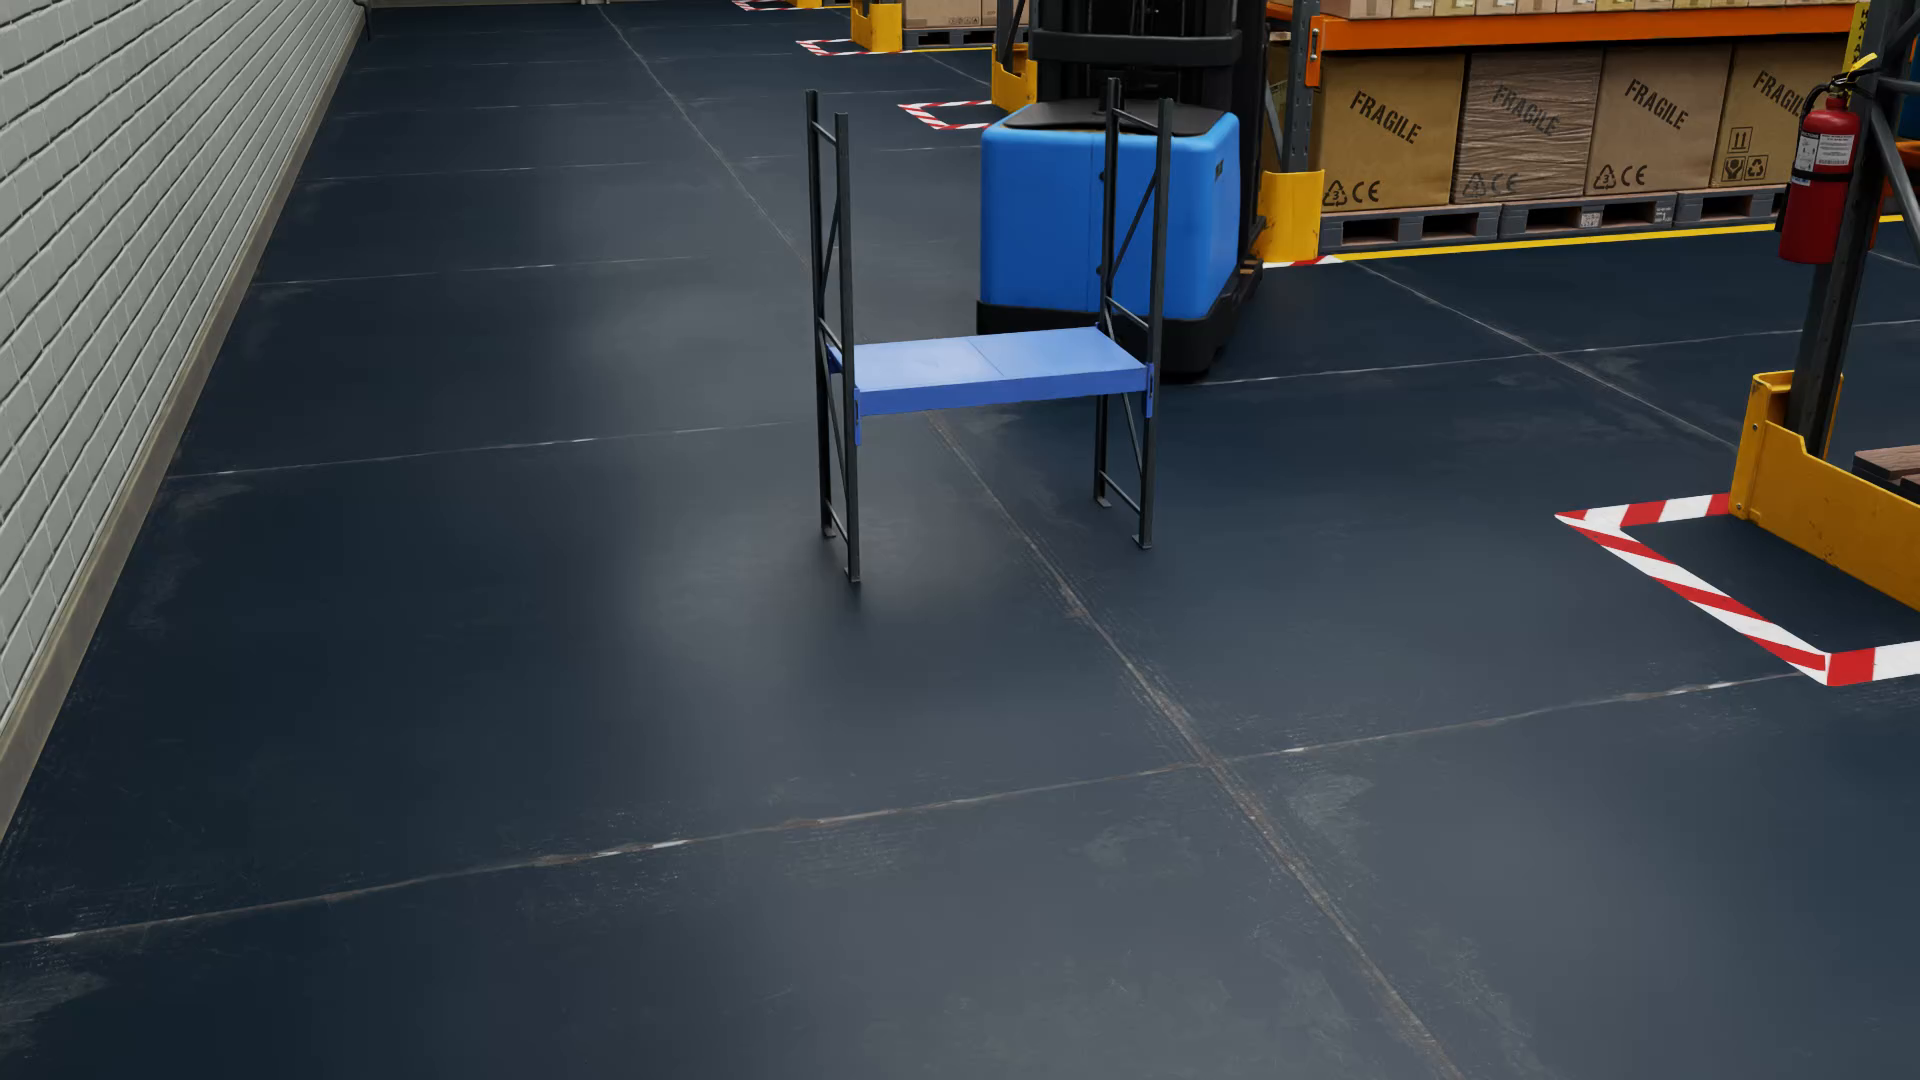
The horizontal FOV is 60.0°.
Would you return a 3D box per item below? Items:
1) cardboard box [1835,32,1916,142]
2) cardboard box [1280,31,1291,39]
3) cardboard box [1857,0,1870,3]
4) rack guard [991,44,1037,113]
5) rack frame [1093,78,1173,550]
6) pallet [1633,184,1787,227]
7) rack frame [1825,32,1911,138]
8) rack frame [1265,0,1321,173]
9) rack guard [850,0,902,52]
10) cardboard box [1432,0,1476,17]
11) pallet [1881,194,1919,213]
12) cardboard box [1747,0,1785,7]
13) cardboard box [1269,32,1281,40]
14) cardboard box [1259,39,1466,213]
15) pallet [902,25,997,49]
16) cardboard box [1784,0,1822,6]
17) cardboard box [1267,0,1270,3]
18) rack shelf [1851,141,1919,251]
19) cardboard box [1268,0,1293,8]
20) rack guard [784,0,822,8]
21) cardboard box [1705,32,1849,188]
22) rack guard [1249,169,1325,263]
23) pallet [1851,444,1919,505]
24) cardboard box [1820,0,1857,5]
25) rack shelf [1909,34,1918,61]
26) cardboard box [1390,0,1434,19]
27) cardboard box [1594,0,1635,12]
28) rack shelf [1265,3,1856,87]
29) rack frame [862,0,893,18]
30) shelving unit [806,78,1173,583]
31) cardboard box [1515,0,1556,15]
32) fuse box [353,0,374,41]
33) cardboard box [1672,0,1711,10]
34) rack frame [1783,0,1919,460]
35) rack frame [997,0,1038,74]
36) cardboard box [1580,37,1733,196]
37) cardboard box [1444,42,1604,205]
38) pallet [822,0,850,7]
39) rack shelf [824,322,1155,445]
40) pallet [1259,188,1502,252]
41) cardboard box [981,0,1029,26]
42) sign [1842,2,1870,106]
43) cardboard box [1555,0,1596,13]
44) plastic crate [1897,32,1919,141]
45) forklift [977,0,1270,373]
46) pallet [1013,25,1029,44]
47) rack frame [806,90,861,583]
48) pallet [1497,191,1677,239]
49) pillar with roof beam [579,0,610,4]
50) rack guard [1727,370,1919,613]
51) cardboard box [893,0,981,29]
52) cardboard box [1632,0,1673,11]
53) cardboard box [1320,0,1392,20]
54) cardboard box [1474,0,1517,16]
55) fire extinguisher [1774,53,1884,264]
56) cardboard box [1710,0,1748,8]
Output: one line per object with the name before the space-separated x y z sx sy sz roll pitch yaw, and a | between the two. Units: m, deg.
cardboard box | 6.219 -2.900 10.867 0.875 0.875 1.225 -6 24 -14
cardboard box | 2.857 -4.354 14.422 0.250 0.149 0.380 -7 24 -16
cardboard box | 5.403 -3.335 10.038 0.250 0.149 0.380 -6 24 -14
rack guard | 0.588 -3.935 14.286 0.348 0.500 1.175 -6 24 -14
rack frame | 0.572 -0.752 5.602 0.032 1.500 0.500 -6 24 -14
pallet | 4.855 -2.275 10.784 1.213 0.211 1.003 -6 24 -14
rack frame | 5.608 -3.608 10.354 0.127 3.000 1.000 -6 24 -14
rack frame | 1.757 -3.182 9.361 0.127 3.000 1.000 -6 24 -14
rack guard | -0.943 -5.793 18.616 0.348 0.500 1.175 -6 24 -14
cardboard box | 2.681 -3.034 9.335 0.250 0.149 0.380 -7 24 -16
pallet | 6.331 -2.437 11.162 1.213 0.211 1.003 -6 24 -14
cardboard box | 4.660 -3.253 9.846 0.250 0.149 0.380 -6 24 -13
cardboard box | 2.589 -4.369 14.457 0.250 0.149 0.380 -6 24 -14
cardboard box | 2.351 -2.497 9.927 0.875 0.875 0.875 -6 24 -14
pallet | -0.171 -5.777 18.947 1.213 0.211 1.003 -6 24 -14
cardboard box | 4.908 -3.281 9.910 0.250 0.149 0.380 -7 24 -15
cardboard box | 3.507 -6.683 19.683 0.875 0.875 0.875 -6 24 -13
rack shelf | 5.020 -1.184 5.617 4.000 0.370 1.077 -6 24 -14
cardboard box | 2.011 -3.229 9.790 0.250 0.149 0.380 -6 24 -13
rack guard | -2.191 -7.687 23.032 0.348 0.500 1.175 -6 24 -14
cardboard box | 4.951 -2.784 10.597 0.875 0.875 0.875 -6 24 -14
rack guard | 1.734 -2.030 9.848 0.348 0.500 1.175 -6 24 -14
pallet | 3.899 -0.093 5.699 1.213 0.211 1.003 -6 24 -14
cardboard box | 5.155 -3.308 9.974 0.250 0.149 0.380 -6 24 -13
rack shelf | 7.534 -3.490 10.992 4.000 0.370 1.077 -6 24 -14
cardboard box | 2.434 -3.007 9.271 0.250 0.149 0.380 -7 24 -15
cardboard box | 3.668 -3.143 9.590 0.250 0.149 0.380 -7 24 -16
rack shelf | 3.683 -3.064 9.999 4.000 0.370 1.077 -6 24 -14
rack frame | -0.920 -6.944 18.129 0.127 3.000 1.000 -6 24 -14
shelving unit | 0.082 -0.698 5.475 1.048 1.500 0.538 -6 24 -14
cardboard box | 3.177 -3.089 9.463 0.250 0.149 0.380 -7 24 -15
fuse box | -6.770 -6.556 18.858 0.414 1.711 0.539 -6 24 -14
cardboard box | 4.166 -3.198 9.718 0.250 0.149 0.380 -7 24 -15
rack frame | 3.095 -1.301 4.978 0.127 3.000 1.000 -6 24 -14
rack frame | 0.514 -5.075 13.775 0.127 3.000 1.000 -6 24 -14
cardboard box | 4.085 -2.688 10.373 0.875 0.875 0.875 -6 24 -14
cardboard box | 3.228 -2.594 10.153 0.875 0.875 0.875 -6 24 -14
pallet | -1.424 -7.640 23.288 1.213 0.211 1.003 -6 24 -14
rack shelf | 0.082 -0.533 5.546 1.000 0.185 0.538 -6 24 -14
pallet | 2.506 -2.015 10.178 1.213 0.211 1.003 -6 24 -14
cardboard box | 0.567 -6.168 19.039 0.875 0.438 0.875 -6 24 -13
sign | 2.931 -1.583 5.429 0.005 0.325 0.100 -6 24 -14
cardboard box | 3.425 -3.117 9.528 0.250 0.149 0.380 -7 24 -15
plastic crate | 3.367 -1.452 5.208 0.499 0.435 0.616 -6 24 -14
forklift | 0.983 -2.629 8.160 1.130 2.935 3.031 7 24 15
pallet | 1.001 -5.906 19.246 1.213 0.211 1.003 -6 24 -14
rack frame | -0.407 -0.644 5.349 0.032 1.500 0.500 -6 24 -14
pallet | 3.678 -2.144 10.478 1.213 0.211 1.003 -6 24 -14
pillar with roof beam | -3.941 -10.006 17.656 0.400 9.000 9.100 -6 24 -14
rack guard | 3.075 -0.145 5.454 0.348 0.500 1.175 -6 24 -14
cardboard box | -0.312 -6.068 18.804 0.875 0.438 0.875 -7 24 -16
cardboard box | 3.920 -3.172 9.656 0.250 0.149 0.380 -6 24 -14
cardboard box | 2.188 -2.979 9.207 0.250 0.149 0.380 -6 24 -14
cardboard box | 2.932 -3.062 9.401 0.250 0.149 0.380 -7 24 -15
fire extinguisher | 2.827 -1.251 5.432 0.183 0.674 0.296 -6 24 -14
cardboard box | 4.412 -3.226 9.782 0.250 0.149 0.380 -6 24 -13
